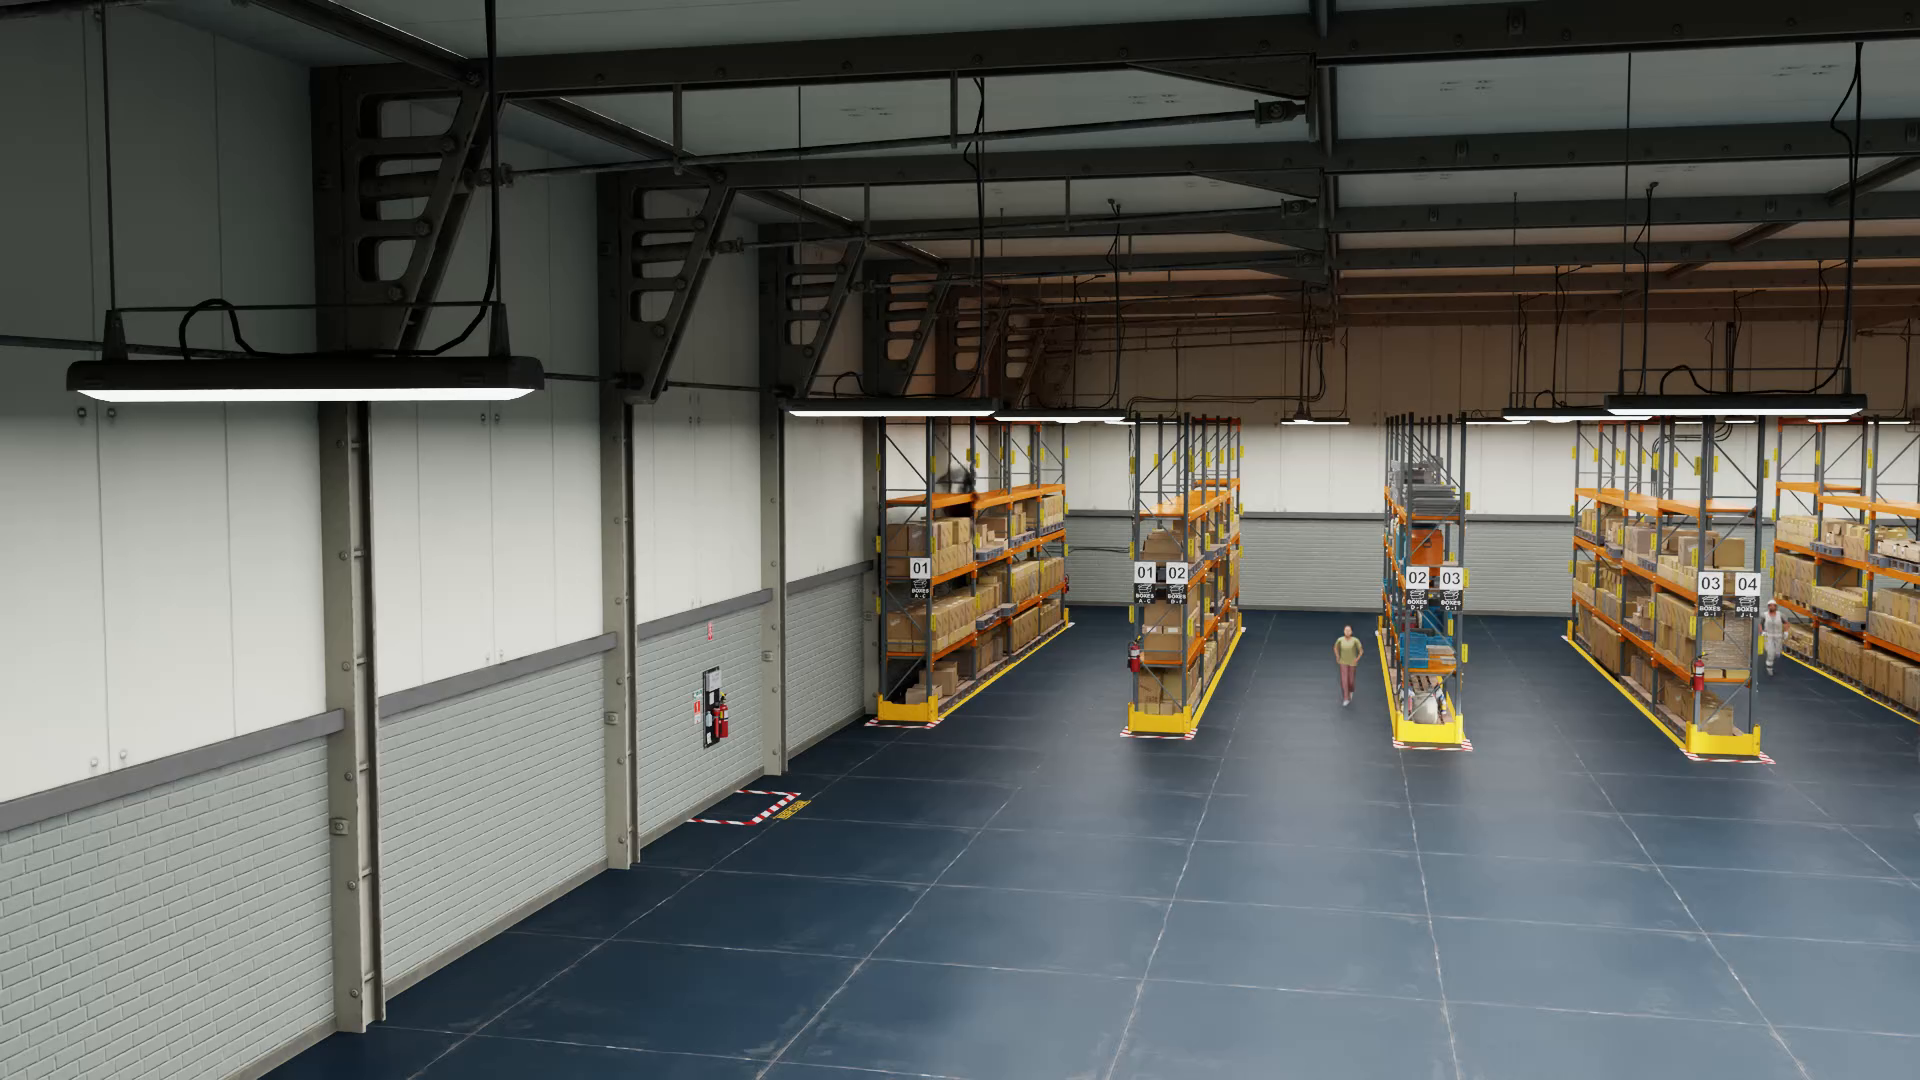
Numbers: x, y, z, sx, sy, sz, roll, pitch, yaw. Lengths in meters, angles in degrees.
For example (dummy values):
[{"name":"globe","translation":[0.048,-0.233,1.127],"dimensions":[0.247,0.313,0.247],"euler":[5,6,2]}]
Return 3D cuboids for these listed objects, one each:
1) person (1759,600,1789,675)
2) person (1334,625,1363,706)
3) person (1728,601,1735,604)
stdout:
[{"name":"person","translation":[18.828,2.254,38.525],"dimensions":[0.682,1.752,0.669],"euler":[1,4,19]},{"name":"person","translation":[8.051,2.576,34.492],"dimensions":[0.596,1.655,0.797],"euler":[1,4,16]},{"name":"person","translation":[19.385,2.050,41.341],"dimensions":[0.679,1.766,0.727],"euler":[1,4,15]}]
